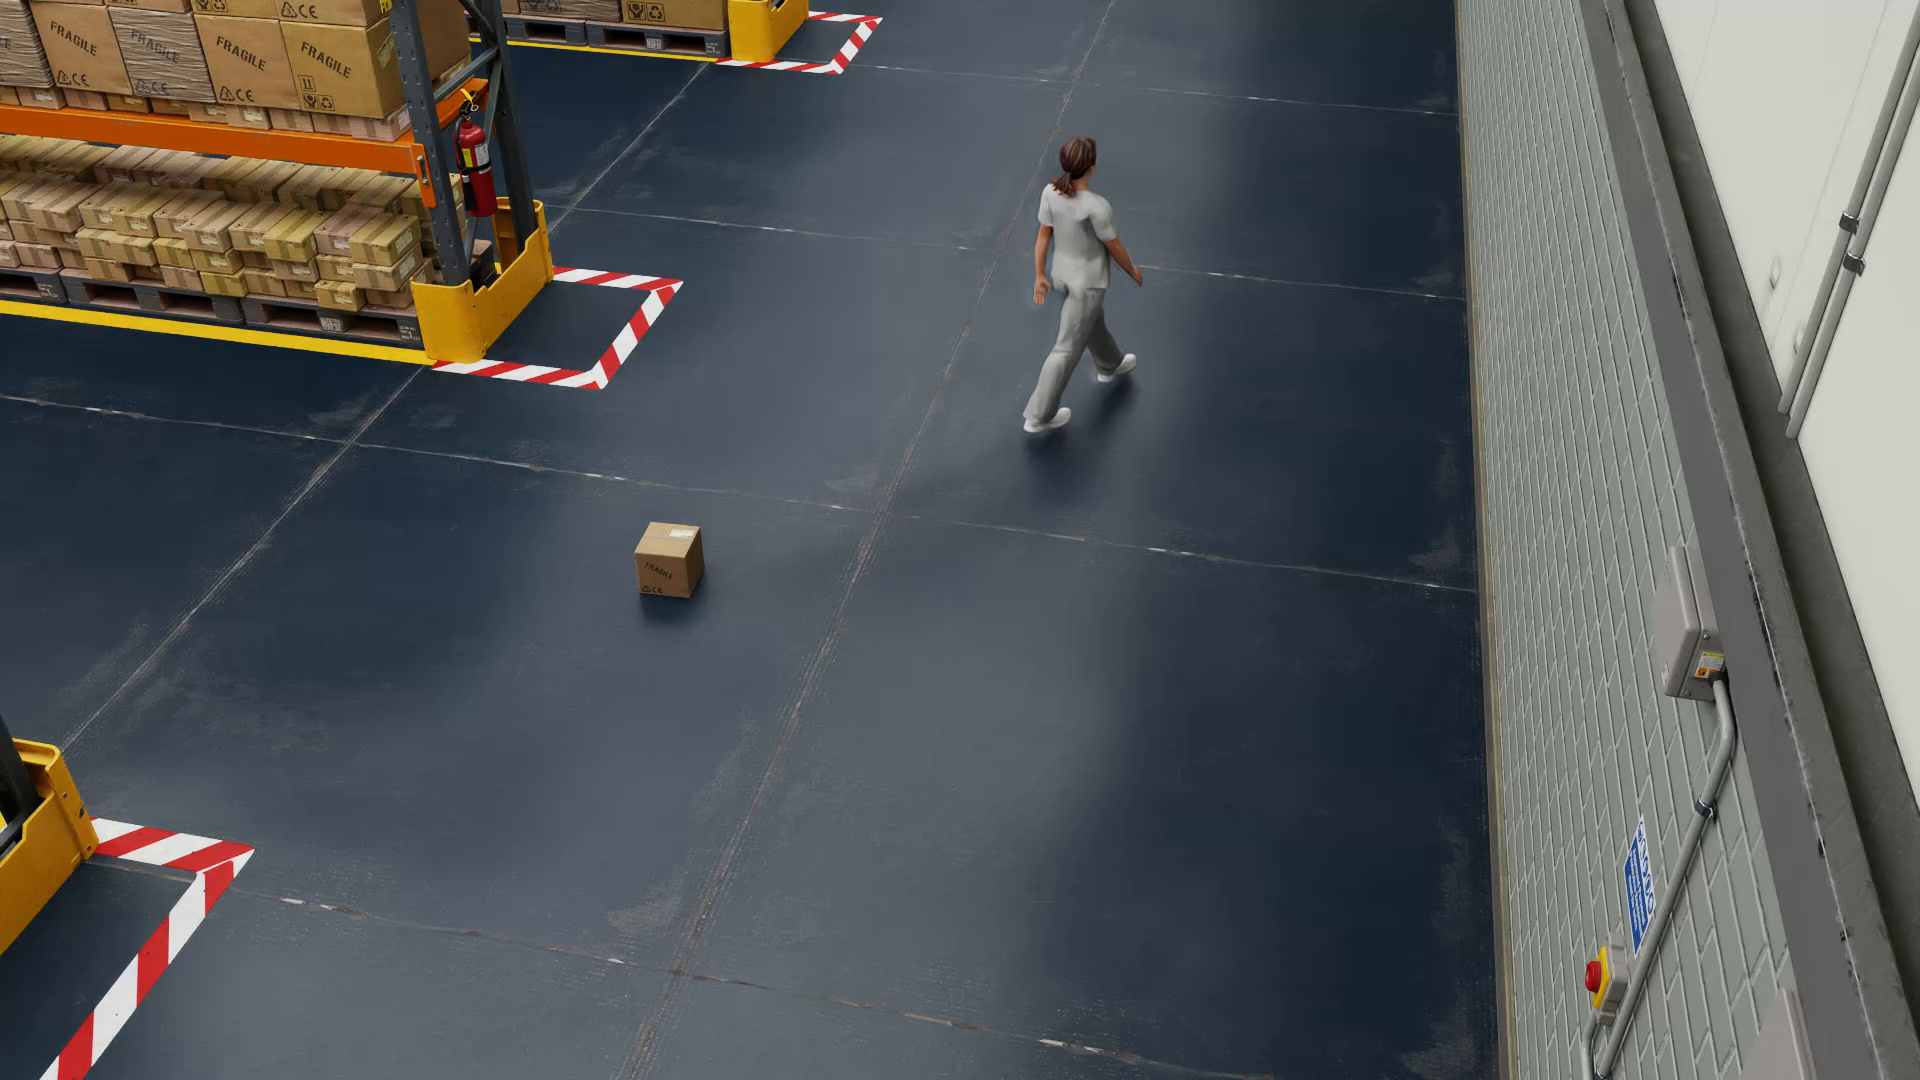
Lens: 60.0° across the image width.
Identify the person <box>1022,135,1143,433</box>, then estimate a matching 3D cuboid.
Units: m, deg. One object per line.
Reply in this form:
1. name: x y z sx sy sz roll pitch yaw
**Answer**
1. person: 0.716 -1.420 8.854 0.983 1.612 0.444 -26 44 -30
